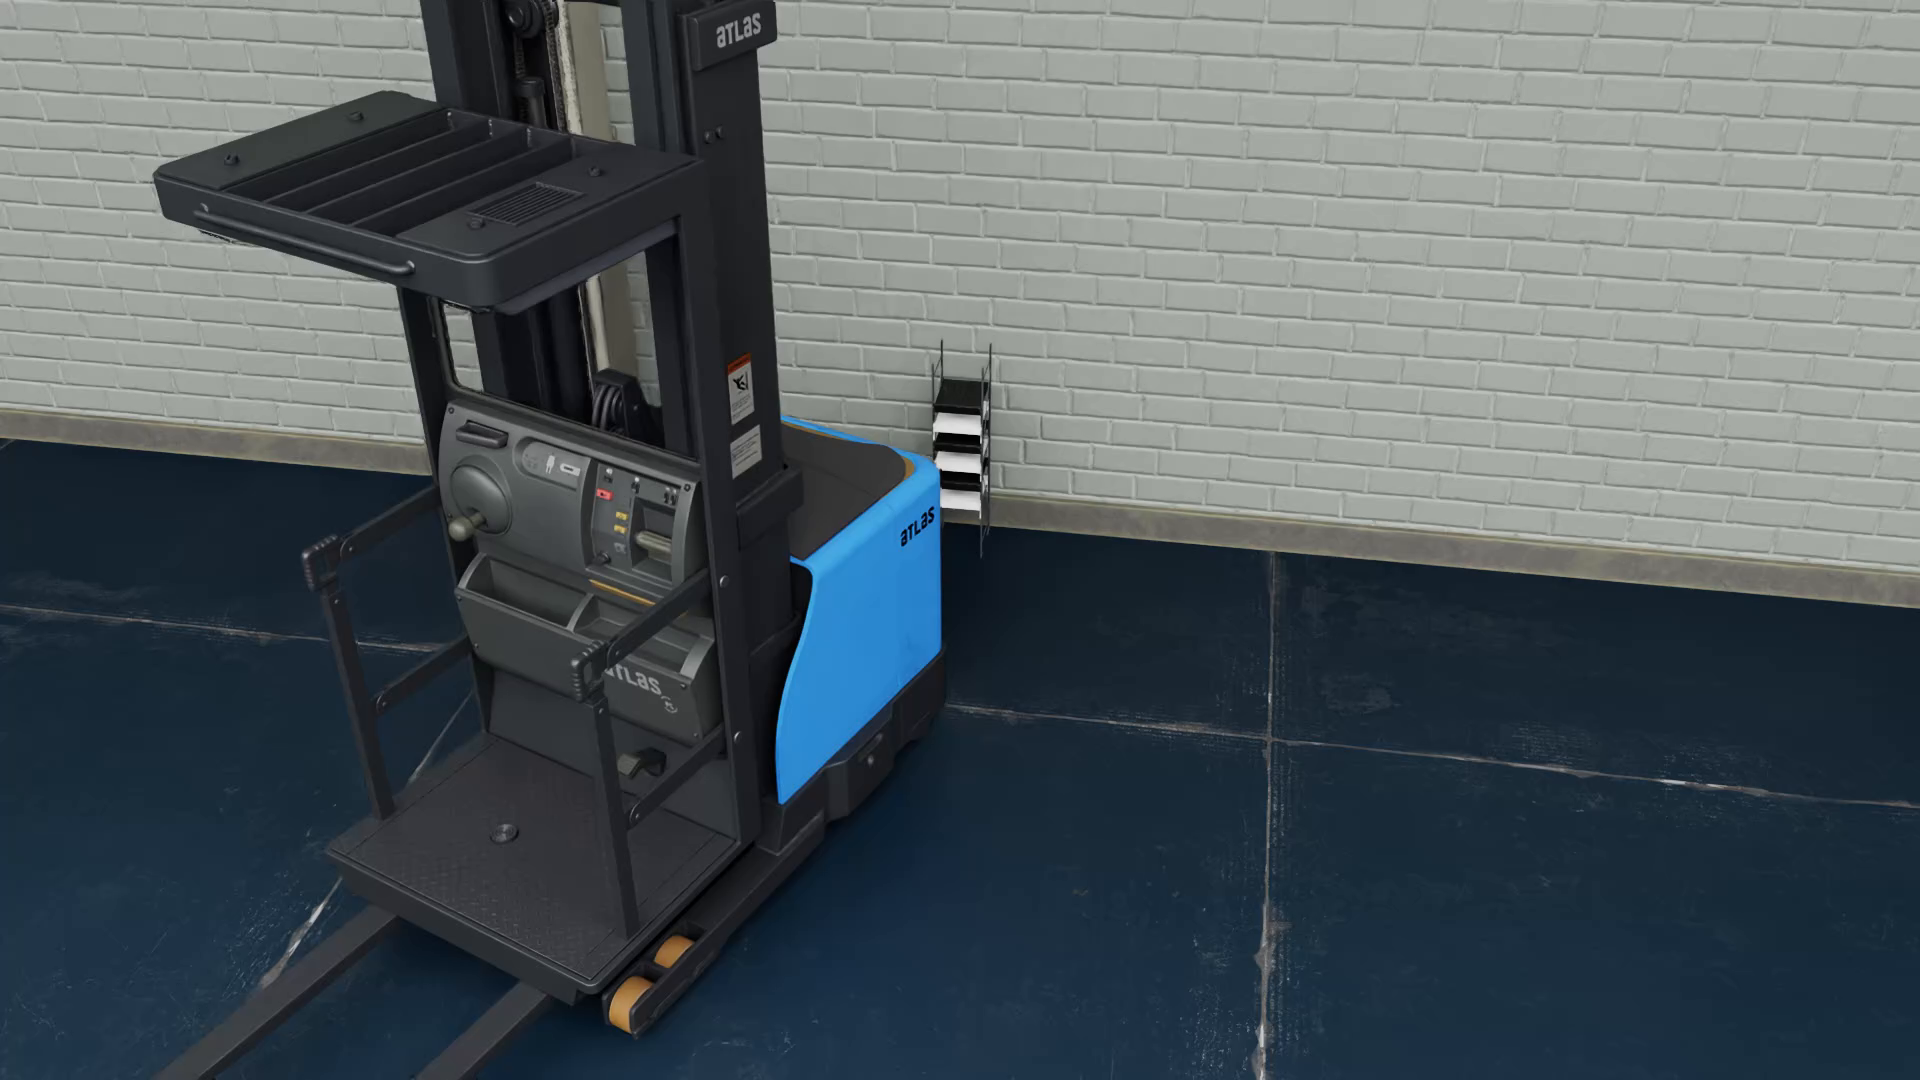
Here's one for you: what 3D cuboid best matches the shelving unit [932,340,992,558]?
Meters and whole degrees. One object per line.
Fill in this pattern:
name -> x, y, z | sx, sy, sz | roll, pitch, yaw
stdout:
shelving unit -> 0.008, -0.376, 7.002 | 0.210, 0.900, 0.258 | 5, 32, 8

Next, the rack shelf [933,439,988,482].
rack shelf -> 0.008, -0.348, 7.020 | 0.200, 0.077, 0.258 | 5, 32, 8

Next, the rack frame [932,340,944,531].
rack frame -> -0.092, -0.384, 7.016 | 0.006, 0.900, 0.240 | 5, 32, 8

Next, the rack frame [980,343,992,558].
rack frame -> 0.108, -0.367, 6.989 | 0.006, 0.900, 0.240 | 5, 32, 8

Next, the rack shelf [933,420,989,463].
rack shelf -> 0.008, -0.424, 6.972 | 0.200, 0.077, 0.258 | 5, 32, 8

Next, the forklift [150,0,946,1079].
forklift -> -1.238, -0.065, 4.591 | 1.130, 2.935, 3.031 | 18, 36, 26

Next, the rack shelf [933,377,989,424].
rack shelf -> 0.008, -0.577, 6.877 | 0.200, 0.077, 0.258 | 5, 32, 8

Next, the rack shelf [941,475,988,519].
rack shelf -> 0.008, -0.195, 7.116 | 0.200, 0.077, 0.258 | 5, 32, 8

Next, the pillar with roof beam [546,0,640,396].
pillar with roof beam -> -2.350, -1.721, 1.519 | 0.400, 9.000, 9.100 | 5, 32, 8

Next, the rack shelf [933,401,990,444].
rack shelf -> 0.008, -0.500, 6.925 | 0.200, 0.077, 0.258 | 5, 32, 8

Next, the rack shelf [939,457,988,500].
rack shelf -> 0.008, -0.271, 7.068 | 0.200, 0.077, 0.258 | 5, 32, 8
